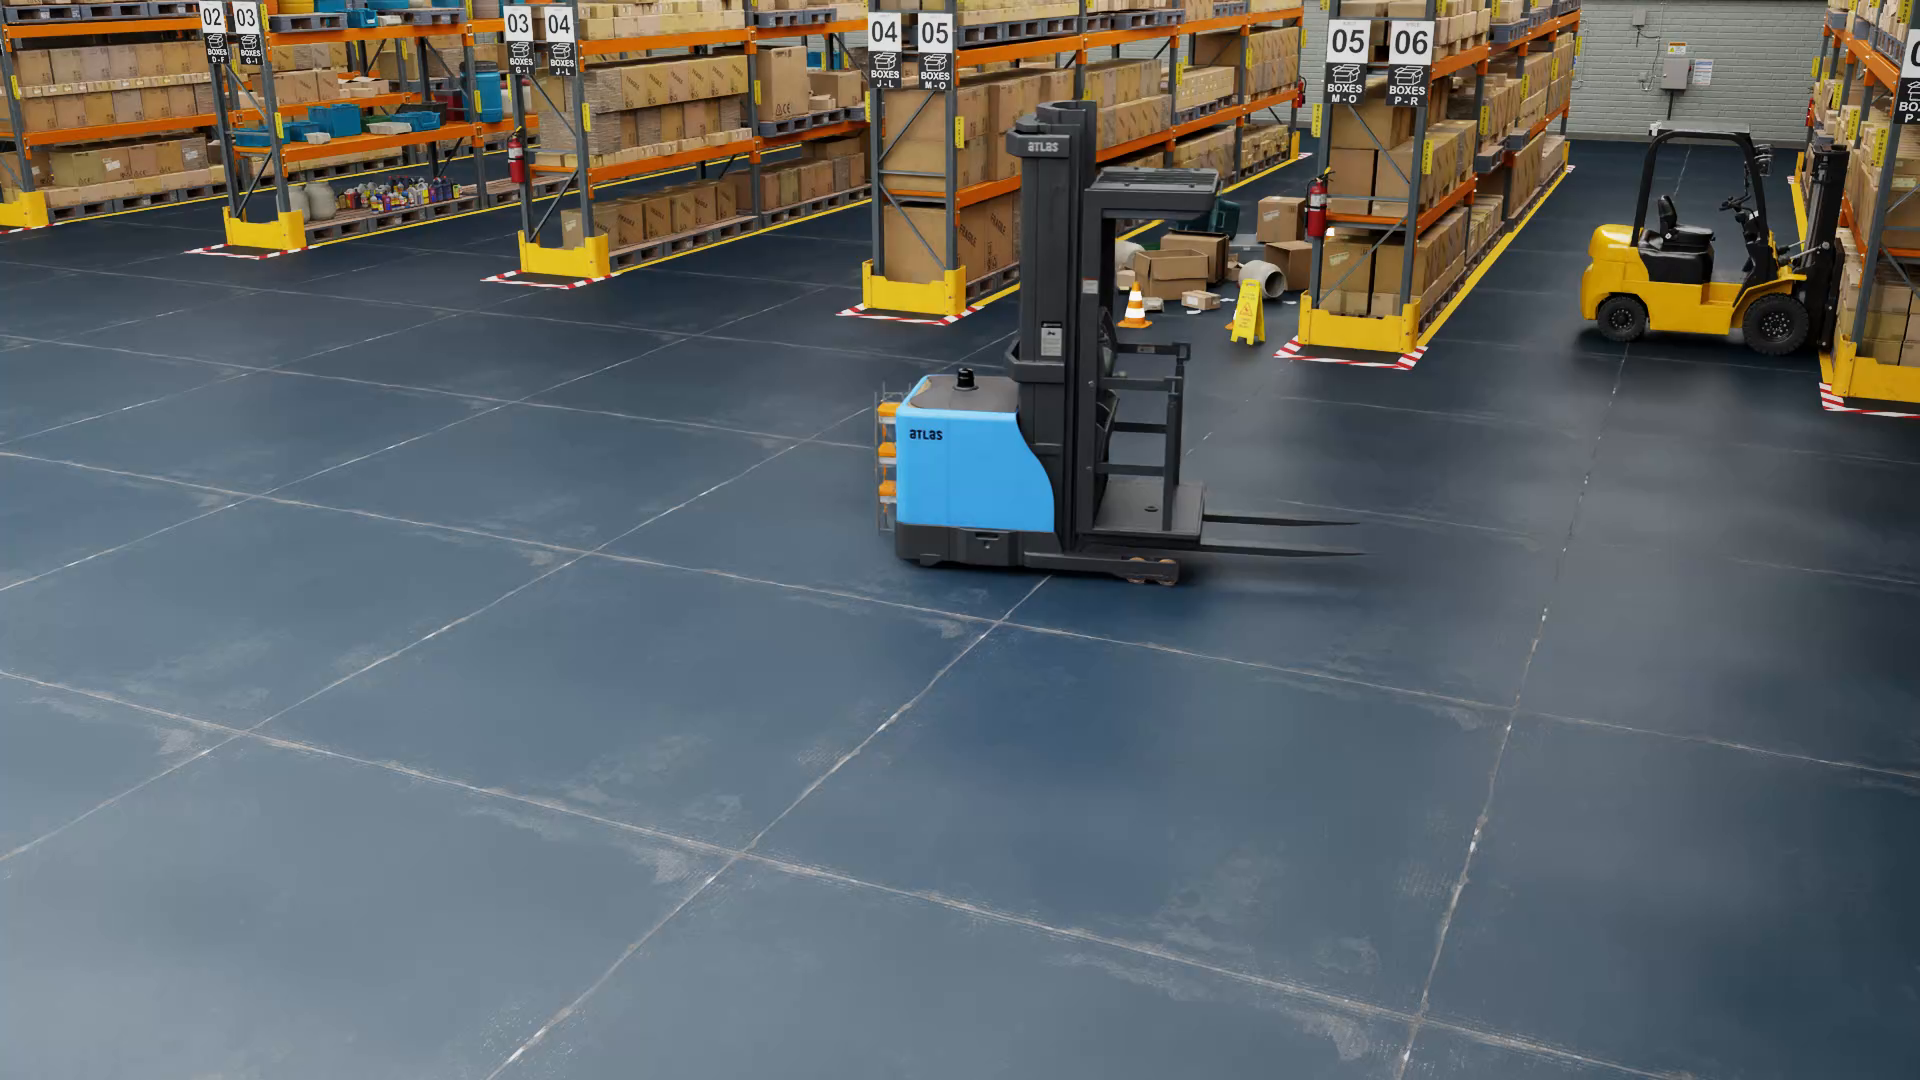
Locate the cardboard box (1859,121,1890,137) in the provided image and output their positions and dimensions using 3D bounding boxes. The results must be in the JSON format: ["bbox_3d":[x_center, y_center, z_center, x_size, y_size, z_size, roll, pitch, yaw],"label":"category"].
[{"bbox_3d":[9.815,-4.373,17.727,0.380,0.149,0.250,9,21,24],"label":"cardboard box"}]

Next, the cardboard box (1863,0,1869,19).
[{"bbox_3d":[10.918,-6.366,19.490,0.500,0.500,0.500,9,22,24],"label":"cardboard box"}]

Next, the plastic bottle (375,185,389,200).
[{"bbox_3d":[-8.688,-5.190,24.994,0.152,0.276,0.135,9,21,23],"label":"plastic bottle"}]

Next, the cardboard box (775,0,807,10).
[{"bbox_3d":[-2.687,-8.054,24.383,0.797,0.503,0.637,10,22,25],"label":"cardboard box"}]

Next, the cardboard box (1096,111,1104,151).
[{"bbox_3d":[1.590,-5.436,22.128,0.500,0.500,0.500,9,21,23],"label":"cardboard box"}]

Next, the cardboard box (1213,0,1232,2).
[{"bbox_3d":[4.149,-9.268,27.800,0.700,0.500,0.500,9,21,23],"label":"cardboard box"}]

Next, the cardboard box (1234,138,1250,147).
[{"bbox_3d":[4.960,-7.083,29.647,0.380,0.149,0.250,8,21,22],"label":"cardboard box"}]

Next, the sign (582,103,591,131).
[{"bbox_3d":[-4.498,-5.087,20.005,0.100,0.325,0.005,9,21,23],"label":"sign"}]

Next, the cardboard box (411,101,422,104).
[{"bbox_3d":[-12.815,-10.005,38.230,0.700,0.500,0.500,9,22,24],"label":"cardboard box"}]

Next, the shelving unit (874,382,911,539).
[{"bbox_3d":[-0.452,-0.539,11.418,0.215,1.050,0.252,3,20,9],"label":"shelving unit"}]

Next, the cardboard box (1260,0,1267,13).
[{"bbox_3d":[5.032,-9.313,28.926,0.500,0.250,0.500,8,21,22],"label":"cardboard box"}]

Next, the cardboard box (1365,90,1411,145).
[{"bbox_3d":[4.272,-4.392,17.257,0.700,0.500,0.500,9,21,23],"label":"cardboard box"}]

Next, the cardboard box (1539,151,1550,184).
[{"bbox_3d":[9.317,-6.230,27.708,0.875,0.438,0.875,8,21,22],"label":"cardboard box"}]

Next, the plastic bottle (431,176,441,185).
[{"bbox_3d":[-8.006,-5.399,25.469,0.144,0.351,0.185,9,21,23],"label":"plastic bottle"}]

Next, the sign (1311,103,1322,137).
[{"bbox_3d":[3.550,-4.171,16.520,0.100,0.325,0.005,9,21,23],"label":"sign"}]

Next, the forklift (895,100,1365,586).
[{"bbox_3d":[1.137,-1.282,10.700,3.031,2.935,1.130,3,20,9],"label":"forklift"}]

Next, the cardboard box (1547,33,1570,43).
[{"bbox_3d":[10.384,-8.729,28.927,0.380,0.149,0.250,9,22,24],"label":"cardboard box"}]

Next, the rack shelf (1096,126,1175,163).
[{"bbox_3d":[1.948,-5.537,23.636,1.077,0.370,4.000,9,21,23],"label":"rack shelf"}]

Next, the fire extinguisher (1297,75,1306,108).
[{"bbox_3d":[6.567,-8.735,32.225,0.296,0.674,0.183,9,21,23],"label":"fire extinguisher"}]

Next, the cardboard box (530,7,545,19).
[{"bbox_3d":[-5.164,-6.412,20.174,0.380,0.149,0.250,9,21,23],"label":"cardboard box"}]

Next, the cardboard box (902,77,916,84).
[{"bbox_3d":[-1.060,-7.516,27.976,0.500,0.500,0.500,8,21,21],"label":"cardboard box"}]

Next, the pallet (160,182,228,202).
[{"bbox_3d":[-12.755,-5.786,27.422,1.003,0.211,1.213,9,21,23],"label":"pallet"}]

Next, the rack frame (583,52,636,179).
[{"bbox_3d":[-6.235,-7.879,29.146,1.000,3.000,0.127,9,21,23],"label":"rack frame"}]

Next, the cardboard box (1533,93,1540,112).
[{"bbox_3d":[8.405,-6.587,24.992,0.500,0.250,0.500,9,21,24],"label":"cardboard box"}]

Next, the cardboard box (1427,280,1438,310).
[{"bbox_3d":[4.847,-2.660,17.948,0.500,0.250,0.500,9,22,25],"label":"cardboard box"}]

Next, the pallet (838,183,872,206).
[{"bbox_3d":[-2.038,-5.647,27.032,1.003,0.211,1.213,9,21,23],"label":"pallet"}]

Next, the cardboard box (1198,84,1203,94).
[{"bbox_3d":[3.674,-7.221,26.602,0.380,0.149,0.250,8,21,22],"label":"cardboard box"}]

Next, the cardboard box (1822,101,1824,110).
[{"bbox_3d":[12.573,-6.145,23.844,0.396,0.266,0.258,10,22,25],"label":"cardboard box"}]

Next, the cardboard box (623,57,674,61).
[{"bbox_3d":[-4.180,-6.226,22.414,0.500,0.500,0.500,9,21,23],"label":"cardboard box"}]

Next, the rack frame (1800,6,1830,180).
[{"bbox_3d":[15.130,-7.605,28.377,1.000,3.000,0.127,9,21,23],"label":"rack frame"}]

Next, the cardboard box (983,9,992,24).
[{"bbox_3d":[0.131,-5.797,18.416,0.380,0.149,0.250,9,21,23],"label":"cardboard box"}]

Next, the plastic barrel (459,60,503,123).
[{"bbox_3d":[-7.439,-6.969,25.839,0.600,0.901,0.708,9,21,23],"label":"plastic barrel"}]

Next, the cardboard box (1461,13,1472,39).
[{"bbox_3d":[5.129,-5.462,17.653,0.500,0.250,0.500,9,21,24],"label":"cardboard box"}]

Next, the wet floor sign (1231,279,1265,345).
[{"bbox_3d":[2.994,-2.373,17.179,0.267,0.644,0.232,18,26,41],"label":"wet floor sign"}]

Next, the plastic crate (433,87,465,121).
[{"bbox_3d":[-7.954,-6.876,26.232,0.402,0.464,0.583,9,21,23],"label":"plastic crate"}]

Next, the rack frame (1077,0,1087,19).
[{"bbox_3d":[1.129,-8.092,20.791,1.000,3.000,0.127,9,21,23],"label":"rack frame"}]

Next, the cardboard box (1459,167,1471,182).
[{"bbox_3d":[5.737,-4.281,19.405,0.380,0.149,0.250,9,22,24],"label":"cardboard box"}]

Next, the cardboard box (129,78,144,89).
[{"bbox_3d":[-12.934,-7.108,25.860,0.380,0.149,0.250,9,22,24],"label":"cardboard box"}]

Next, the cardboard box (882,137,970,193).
[{"bbox_3d":[-0.398,-4.233,18.670,0.875,0.550,0.550,9,21,23],"label":"cardboard box"}]

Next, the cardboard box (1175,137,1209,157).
[{"bbox_3d":[3.692,-6.343,26.813,0.500,0.250,0.500,9,21,23],"label":"cardboard box"}]

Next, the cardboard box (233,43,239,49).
[{"bbox_3d":[-14.633,-10.056,33.526,0.500,0.250,0.500,8,21,22],"label":"cardboard box"}]

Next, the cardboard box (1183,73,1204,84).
[{"bbox_3d":[3.670,-7.364,26.560,0.380,0.149,0.250,9,22,24],"label":"cardboard box"}]

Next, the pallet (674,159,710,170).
[{"bbox_3d":[-5.450,-7.183,31.352,1.003,0.211,1.213,9,21,23],"label":"pallet"}]

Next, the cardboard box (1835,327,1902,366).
[{"bbox_3d":[8.482,-1.803,15.540,0.500,0.250,0.500,9,21,23],"label":"cardboard box"}]

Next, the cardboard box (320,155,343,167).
[{"bbox_3d":[-11.370,-6.799,29.586,0.500,0.250,0.500,9,21,24],"label":"cardboard box"}]

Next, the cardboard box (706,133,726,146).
[{"bbox_3d":[-3.443,-5.517,22.880,0.380,0.149,0.250,9,21,23],"label":"cardboard box"}]

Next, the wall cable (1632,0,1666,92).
[{"bbox_3d":[14.187,-10.300,34.437,0.588,1.984,0.122,9,21,23],"label":"wall cable"}]

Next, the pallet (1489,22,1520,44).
[{"bbox_3d":[6.036,-6.116,19.992,1.213,0.211,1.003,9,21,23],"label":"pallet"}]

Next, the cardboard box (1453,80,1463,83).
[{"bbox_3d":[6.722,-5.958,22.527,0.500,0.500,0.500,10,22,25],"label":"cardboard box"}]

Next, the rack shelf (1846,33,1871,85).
[{"bbox_3d":[11.035,-5.622,19.399,1.077,0.370,4.000,9,21,23],"label":"rack shelf"}]

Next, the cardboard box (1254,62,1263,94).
[{"bbox_3d":[5.034,-8.167,29.363,0.500,0.500,0.500,9,21,23],"label":"cardboard box"}]

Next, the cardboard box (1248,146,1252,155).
[{"bbox_3d":[5.047,-7.023,29.925,0.380,0.149,0.250,7,21,20],"label":"cardboard box"}]

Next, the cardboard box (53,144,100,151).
[{"bbox_3d":[-13.685,-5.882,25.890,0.500,0.500,0.500,9,21,23],"label":"cardboard box"}]

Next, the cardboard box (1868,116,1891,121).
[{"bbox_3d":[10.918,-4.966,19.840,0.380,0.149,0.250,9,21,23],"label":"cardboard box"}]

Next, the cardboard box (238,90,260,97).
[{"bbox_3d":[-12.198,-7.568,28.472,0.396,0.266,0.258,8,21,21],"label":"cardboard box"}]

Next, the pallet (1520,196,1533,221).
[{"bbox_3d":[8.217,-5.128,25.573,1.003,0.211,1.213,9,21,23],"label":"pallet"}]

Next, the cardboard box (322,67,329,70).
[{"bbox_3d":[-13.745,-10.056,35.615,0.380,0.149,0.250,9,22,24],"label":"cardboard box"}]
